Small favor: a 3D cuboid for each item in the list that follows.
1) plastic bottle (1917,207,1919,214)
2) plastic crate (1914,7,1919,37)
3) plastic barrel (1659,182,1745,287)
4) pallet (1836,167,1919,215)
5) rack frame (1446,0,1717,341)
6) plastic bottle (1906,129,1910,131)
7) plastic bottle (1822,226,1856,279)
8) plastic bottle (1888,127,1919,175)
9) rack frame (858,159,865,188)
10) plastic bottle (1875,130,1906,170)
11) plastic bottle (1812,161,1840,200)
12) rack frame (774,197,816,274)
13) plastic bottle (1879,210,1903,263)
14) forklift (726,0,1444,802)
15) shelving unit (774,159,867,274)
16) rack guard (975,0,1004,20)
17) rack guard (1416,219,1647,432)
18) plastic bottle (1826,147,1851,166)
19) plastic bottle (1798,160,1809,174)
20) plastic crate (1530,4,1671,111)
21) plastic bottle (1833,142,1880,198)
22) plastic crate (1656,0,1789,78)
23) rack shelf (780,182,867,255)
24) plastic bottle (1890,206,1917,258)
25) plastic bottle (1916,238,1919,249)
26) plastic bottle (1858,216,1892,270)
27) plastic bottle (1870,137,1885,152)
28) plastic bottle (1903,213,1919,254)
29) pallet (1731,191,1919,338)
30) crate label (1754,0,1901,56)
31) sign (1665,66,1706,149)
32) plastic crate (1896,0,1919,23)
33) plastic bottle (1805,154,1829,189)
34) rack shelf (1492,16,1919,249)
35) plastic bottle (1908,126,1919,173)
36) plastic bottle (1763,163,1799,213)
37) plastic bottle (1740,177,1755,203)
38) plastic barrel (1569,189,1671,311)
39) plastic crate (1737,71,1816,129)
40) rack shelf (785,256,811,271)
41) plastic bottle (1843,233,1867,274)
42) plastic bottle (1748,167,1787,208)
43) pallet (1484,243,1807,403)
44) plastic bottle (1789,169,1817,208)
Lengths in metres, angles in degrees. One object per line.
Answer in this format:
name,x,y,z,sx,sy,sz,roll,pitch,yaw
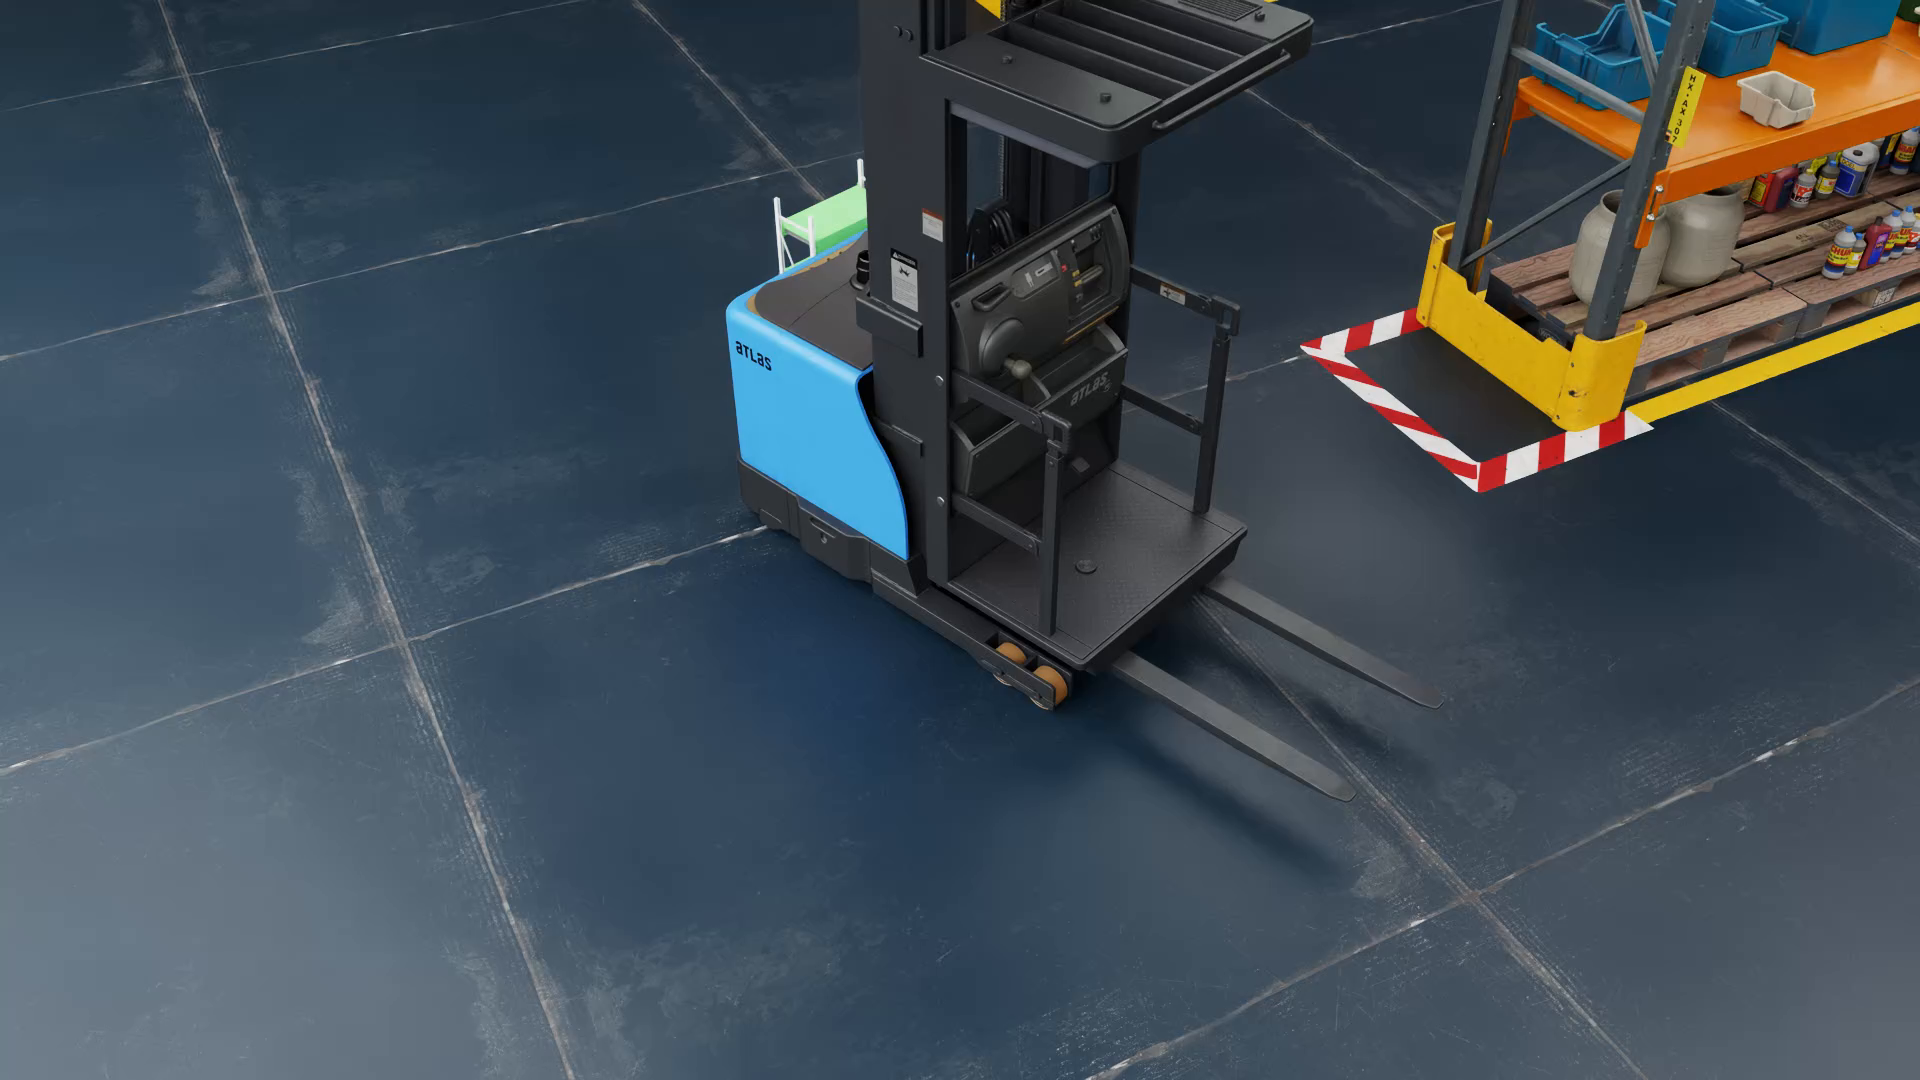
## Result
plastic bottle,5.171,-1.806,8.823,0.133,0.283,0.061,-19,44,-21
plastic crate,4.938,-2.440,8.016,0.437,0.136,0.530,-19,44,-21
plastic barrel,3.707,-1.578,8.393,0.421,0.512,0.421,0,40,0
pallet,5.647,-1.930,9.367,1.213,0.211,1.003,-19,44,-21
rack frame,2.714,-1.977,7.264,0.127,3.000,1.000,-19,44,-21
plastic bottle,5.354,-2.325,9.384,0.185,0.351,0.144,-17,43,-20
plastic bottle,4.466,-1.466,8.432,0.097,0.271,0.097,0,40,0
plastic bottle,5.281,-2.182,9.277,0.097,0.271,0.097,0,40,0
rack frame,-0.364,-1.179,7.714,0.240,1.200,0.015,32,50,32
plastic bottle,5.187,-2.268,9.318,0.185,0.351,0.144,-20,44,-22
plastic bottle,4.739,-1.973,9.084,0.097,0.201,0.097,0,40,0
rack frame,-0.706,-0.954,7.448,0.240,1.200,0.015,32,50,32
plastic bottle,4.770,-1.568,8.552,0.097,0.271,0.097,0,40,0
forklift,0.463,-0.847,5.983,3.031,2.935,1.130,30,49,31
shelving unit,-0.535,-1.066,7.581,0.258,1.200,0.503,32,50,32
rack guard,0.408,-3.855,11.418,0.348,0.500,1.175,-19,44,-21
rack guard,2.760,-1.073,8.130,0.348,0.500,1.175,-19,44,-21
plastic bottle,4.810,-2.141,9.168,0.185,0.351,0.144,-19,44,-21
plastic bottle,4.500,-2.006,9.065,0.135,0.276,0.152,-20,44,-22
plastic crate,3.020,-2.241,7.691,0.616,0.251,0.499,-19,44,-21
plastic bottle,4.900,-2.035,9.101,0.135,0.276,0.152,-19,44,-21
plastic crate,3.598,-2.432,7.916,0.408,0.251,0.499,-19,44,-21
rack shelf,-0.535,-1.384,7.312,0.258,0.148,0.480,32,50,32
plastic bottle,4.859,-1.598,8.588,0.097,0.271,0.097,0,40,0
plastic bottle,5.038,-1.659,8.659,0.097,0.271,0.097,0,40,0
plastic bottle,4.675,-1.528,8.495,0.133,0.283,0.061,-18,43,-20
plastic bottle,5.073,-2.173,9.266,0.097,0.271,0.097,0,40,0
plastic bottle,4.947,-1.601,8.645,0.097,0.201,0.097,0,40,0
pallet,4.563,-1.563,8.933,1.213,0.211,1.003,-19,44,-21
crate label,4.221,-2.695,8.085,0.616,0.435,0.502,-19,44,-21
sign,2.964,-1.766,6.801,0.005,0.325,0.100,-19,44,-21
plastic crate,4.927,-2.847,8.455,0.662,0.188,0.450,-19,44,-21
plastic bottle,4.645,-2.086,9.102,0.185,0.351,0.144,-17,43,-19
rack shelf,4.488,-2.299,8.202,4.000,0.370,1.077,-19,44,-21
plastic bottle,5.421,-2.242,9.287,0.185,0.351,0.144,-19,44,-21
plastic bottle,4.426,-1.906,8.942,0.133,0.283,0.061,-19,44,-21
plastic bottle,4.236,-1.953,8.997,0.133,0.283,0.061,-18,43,-20
plastic barrel,3.262,-1.428,8.216,0.421,0.512,0.421,0,40,0
plastic crate,3.656,-1.959,7.447,0.250,0.136,0.298,-19,44,-21
rack shelf,-0.535,-1.201,7.467,0.258,0.148,0.480,32,50,32
plastic bottle,4.558,-1.470,8.491,0.097,0.201,0.097,0,40,0
plastic bottle,4.377,-1.964,9.016,0.135,0.276,0.152,-18,44,-20
pallet,3.483,-1.202,8.506,1.213,0.211,1.003,-19,44,-21
plastic bottle,4.574,-1.911,9.012,0.097,0.201,0.097,0,40,0
